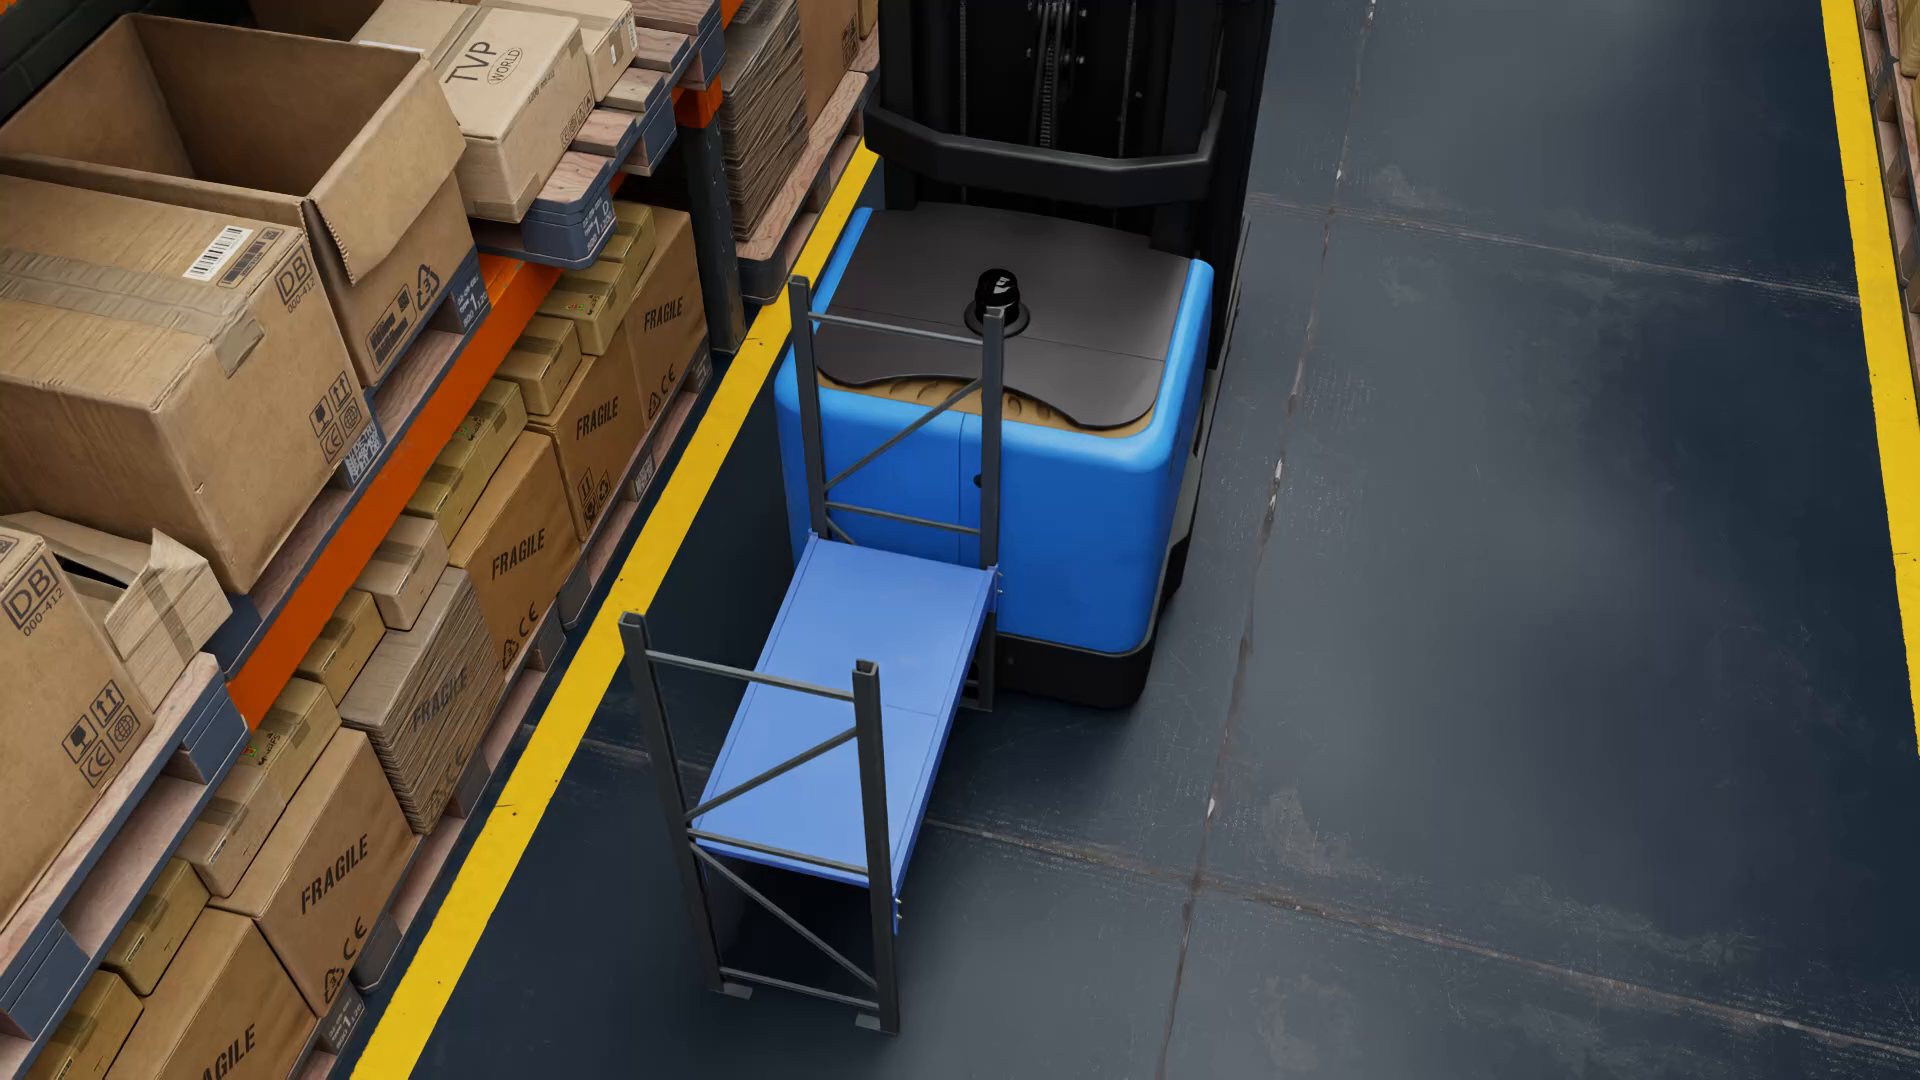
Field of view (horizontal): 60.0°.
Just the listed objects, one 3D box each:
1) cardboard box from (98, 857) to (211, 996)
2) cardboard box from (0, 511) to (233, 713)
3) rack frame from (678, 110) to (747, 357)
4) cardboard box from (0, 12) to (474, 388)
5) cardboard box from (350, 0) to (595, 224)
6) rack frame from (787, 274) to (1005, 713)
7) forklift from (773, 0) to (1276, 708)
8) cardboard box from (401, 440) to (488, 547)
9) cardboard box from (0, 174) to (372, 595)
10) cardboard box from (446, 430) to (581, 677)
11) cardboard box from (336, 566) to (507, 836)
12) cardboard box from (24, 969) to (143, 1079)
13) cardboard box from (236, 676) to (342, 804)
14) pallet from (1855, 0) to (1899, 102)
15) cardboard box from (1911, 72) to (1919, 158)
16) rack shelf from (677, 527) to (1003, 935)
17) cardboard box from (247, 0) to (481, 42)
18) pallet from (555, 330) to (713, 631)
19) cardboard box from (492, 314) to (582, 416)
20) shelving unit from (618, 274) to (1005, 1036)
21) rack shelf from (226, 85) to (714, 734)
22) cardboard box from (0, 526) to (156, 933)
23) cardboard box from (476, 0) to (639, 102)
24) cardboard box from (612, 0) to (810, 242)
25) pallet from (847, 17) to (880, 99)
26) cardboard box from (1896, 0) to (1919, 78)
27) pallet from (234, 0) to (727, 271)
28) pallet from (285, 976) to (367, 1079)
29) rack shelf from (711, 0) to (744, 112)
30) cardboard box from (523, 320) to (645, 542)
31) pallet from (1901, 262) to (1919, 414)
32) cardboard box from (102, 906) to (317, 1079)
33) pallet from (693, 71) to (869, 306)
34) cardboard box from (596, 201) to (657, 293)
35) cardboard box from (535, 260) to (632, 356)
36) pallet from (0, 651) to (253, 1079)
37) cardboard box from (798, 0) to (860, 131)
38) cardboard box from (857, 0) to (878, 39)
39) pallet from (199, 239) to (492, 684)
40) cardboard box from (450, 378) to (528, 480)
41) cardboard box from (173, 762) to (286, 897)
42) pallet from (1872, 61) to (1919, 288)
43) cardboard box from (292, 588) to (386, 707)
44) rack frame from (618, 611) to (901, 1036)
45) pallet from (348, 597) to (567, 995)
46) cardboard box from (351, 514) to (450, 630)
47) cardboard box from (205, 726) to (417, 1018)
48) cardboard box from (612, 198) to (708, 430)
[{"bbox_3d":[-1.841,0.778,3.517,0.380,0.149,0.250,11,49,9],"label":"cardboard box"},{"bbox_3d":[-1.570,0.093,2.977,0.396,0.266,0.258,14,50,12],"label":"cardboard box"},{"bbox_3d":[-1.253,-1.777,4.818,1.000,3.000,0.127,12,50,10],"label":"rack frame"},{"bbox_3d":[-1.504,-0.733,3.547,0.797,0.503,0.637,11,49,9],"label":"cardboard box"},{"bbox_3d":[-1.218,-1.039,3.987,0.500,0.250,0.500,9,49,8],"label":"cardboard box"},{"bbox_3d":[-0.146,-0.052,4.296,0.500,1.500,0.032,11,49,9],"label":"rack frame"},{"bbox_3d":[0.369,-1.623,4.728,1.130,2.935,3.031,11,49,9],"label":"forklift"},{"bbox_3d":[-1.471,-0.148,4.335,0.380,0.149,0.250,11,49,9],"label":"cardboard box"},{"bbox_3d":[-1.620,-0.304,3.171,0.700,0.500,0.500,11,50,10],"label":"cardboard box"},{"bbox_3d":[-1.434,-0.001,4.638,0.500,0.500,0.500,14,50,12],"label":"cardboard box"},{"bbox_3d":[-1.552,0.378,4.303,0.500,0.500,0.500,10,49,9],"label":"cardboard box"},{"bbox_3d":[-1.900,0.979,3.339,0.380,0.149,0.250,9,49,8],"label":"cardboard box"},{"bbox_3d":[-1.671,0.426,3.828,0.380,0.149,0.250,13,50,11],"label":"cardboard box"},{"bbox_3d":[4.386,-2.207,7.057,1.003,0.211,1.213,12,50,10],"label":"pallet"},{"bbox_3d":[4.087,-1.559,6.098,0.950,0.372,0.625,13,50,11],"label":"cardboard box"},{"bbox_3d":[-0.271,0.436,4.105,0.538,0.185,1.000,11,49,9],"label":"rack shelf"},{"bbox_3d":[-1.539,-1.608,4.321,0.500,0.500,0.500,14,50,12],"label":"cardboard box"},{"bbox_3d":[-1.486,-0.322,5.393,1.003,0.211,1.213,12,50,10],"label":"pallet"},{"bbox_3d":[-1.292,-0.511,4.655,0.380,0.149,0.250,10,49,9],"label":"cardboard box"},{"bbox_3d":[-0.271,0.317,3.970,0.538,1.500,1.048,11,49,9],"label":"shelving unit"},{"bbox_3d":[-1.779,-0.092,3.811,1.077,0.370,4.000,12,50,10],"label":"rack shelf"},{"bbox_3d":[-1.826,0.264,2.670,0.700,0.500,0.500,12,50,10],"label":"cardboard box"},{"bbox_3d":[-1.055,-1.282,4.268,0.380,0.149,0.250,12,50,11],"label":"cardboard box"},{"bbox_3d":[-1.075,-1.579,5.946,0.875,0.625,0.625,13,50,11],"label":"cardboard box"},{"bbox_3d":[-0.675,-2.322,7.158,1.003,0.211,1.213,12,50,10],"label":"pallet"},{"bbox_3d":[4.268,-2.062,6.542,0.950,0.372,0.625,14,50,12],"label":"cardboard box"},{"bbox_3d":[-1.363,-1.209,4.445,1.213,0.211,1.003,12,50,10],"label":"pallet"},{"bbox_3d":[-2.128,1.443,3.835,1.003,0.211,1.213,12,50,10],"label":"pallet"},{"bbox_3d":[-0.726,-2.986,6.364,1.077,0.370,4.000,12,50,10],"label":"rack shelf"},{"bbox_3d":[-1.298,-0.381,4.972,0.500,0.500,0.500,11,49,9],"label":"cardboard box"},{"bbox_3d":[3.744,-0.442,5.500,1.003,0.211,1.213,12,50,10],"label":"pallet"},{"bbox_3d":[-1.830,1.112,3.655,0.500,0.500,0.500,11,49,10],"label":"cardboard box"},{"bbox_3d":[-0.998,-1.442,6.382,1.003,0.211,1.213,12,50,10],"label":"pallet"},{"bbox_3d":[-1.138,-0.896,4.995,0.380,0.149,0.250,9,49,8],"label":"cardboard box"},{"bbox_3d":[-1.180,-0.693,4.815,0.380,0.149,0.250,9,49,8],"label":"cardboard box"},{"bbox_3d":[-1.990,0.623,2.827,1.003,0.211,1.213,12,50,10],"label":"pallet"},{"bbox_3d":[-0.911,-2.053,6.365,0.875,0.625,0.625,13,50,11],"label":"cardboard box"},{"bbox_3d":[-0.734,-2.540,6.795,0.875,0.625,0.625,10,49,8],"label":"cardboard box"},{"bbox_3d":[-1.760,-0.306,3.647,1.003,0.211,1.213,12,50,10],"label":"pallet"},{"bbox_3d":[-1.405,-0.329,4.494,0.380,0.149,0.250,13,50,11],"label":"cardboard box"},{"bbox_3d":[-1.739,0.605,3.670,0.380,0.149,0.250,11,50,10],"label":"cardboard box"},{"bbox_3d":[4.067,-1.322,6.276,1.003,0.211,1.213,12,50,10],"label":"pallet"},{"bbox_3d":[-1.628,0.225,4.005,0.380,0.149,0.250,12,50,10],"label":"cardboard box"},{"bbox_3d":[-0.395,0.687,3.644,0.500,1.500,0.032,11,49,9],"label":"rack frame"},{"bbox_3d":[-1.809,0.558,4.617,1.003,0.211,1.213,12,50,10],"label":"pallet"},{"bbox_3d":[-1.514,0.057,4.153,0.380,0.149,0.250,9,49,8],"label":"cardboard box"},{"bbox_3d":[-1.695,0.752,3.973,0.500,0.500,0.500,10,49,9],"label":"cardboard box"},{"bbox_3d":[-1.157,-0.740,5.290,0.500,0.500,0.500,13,50,11],"label":"cardboard box"}]
